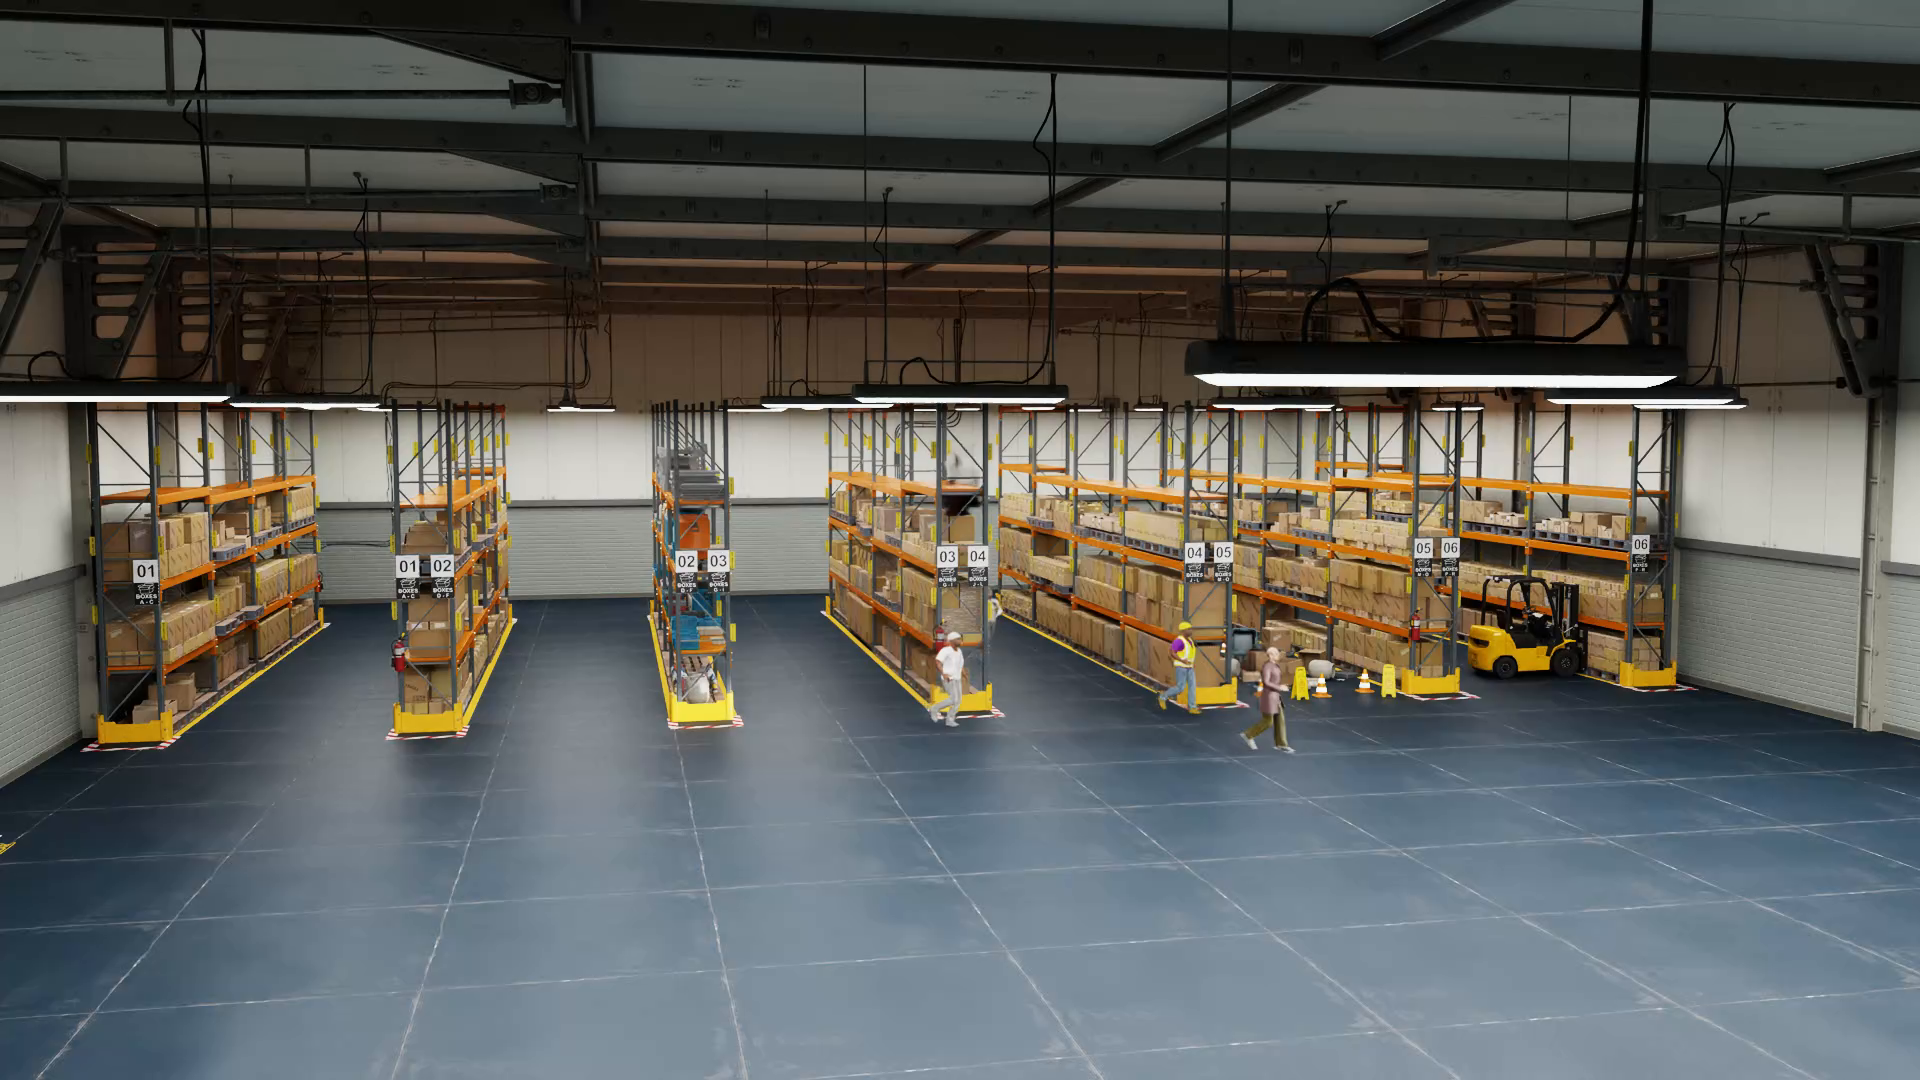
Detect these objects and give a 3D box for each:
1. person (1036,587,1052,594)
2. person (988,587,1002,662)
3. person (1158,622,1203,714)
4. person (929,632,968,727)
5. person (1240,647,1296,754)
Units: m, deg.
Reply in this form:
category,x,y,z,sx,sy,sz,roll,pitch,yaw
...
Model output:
category,x,y,z,sx,sy,sz,roll,pitch,yaw
person,2.485,1.144,49.702,0.727,1.702,0.617,-4,6,-42
person,0.683,1.946,38.851,0.611,1.732,0.794,-1,4,-14
person,4.312,2.445,31.946,0.942,1.738,0.774,3,5,32
person,-0.173,2.555,30.729,0.592,1.711,0.752,3,5,30
person,5.239,2.709,28.200,0.933,1.799,0.734,2,5,23
